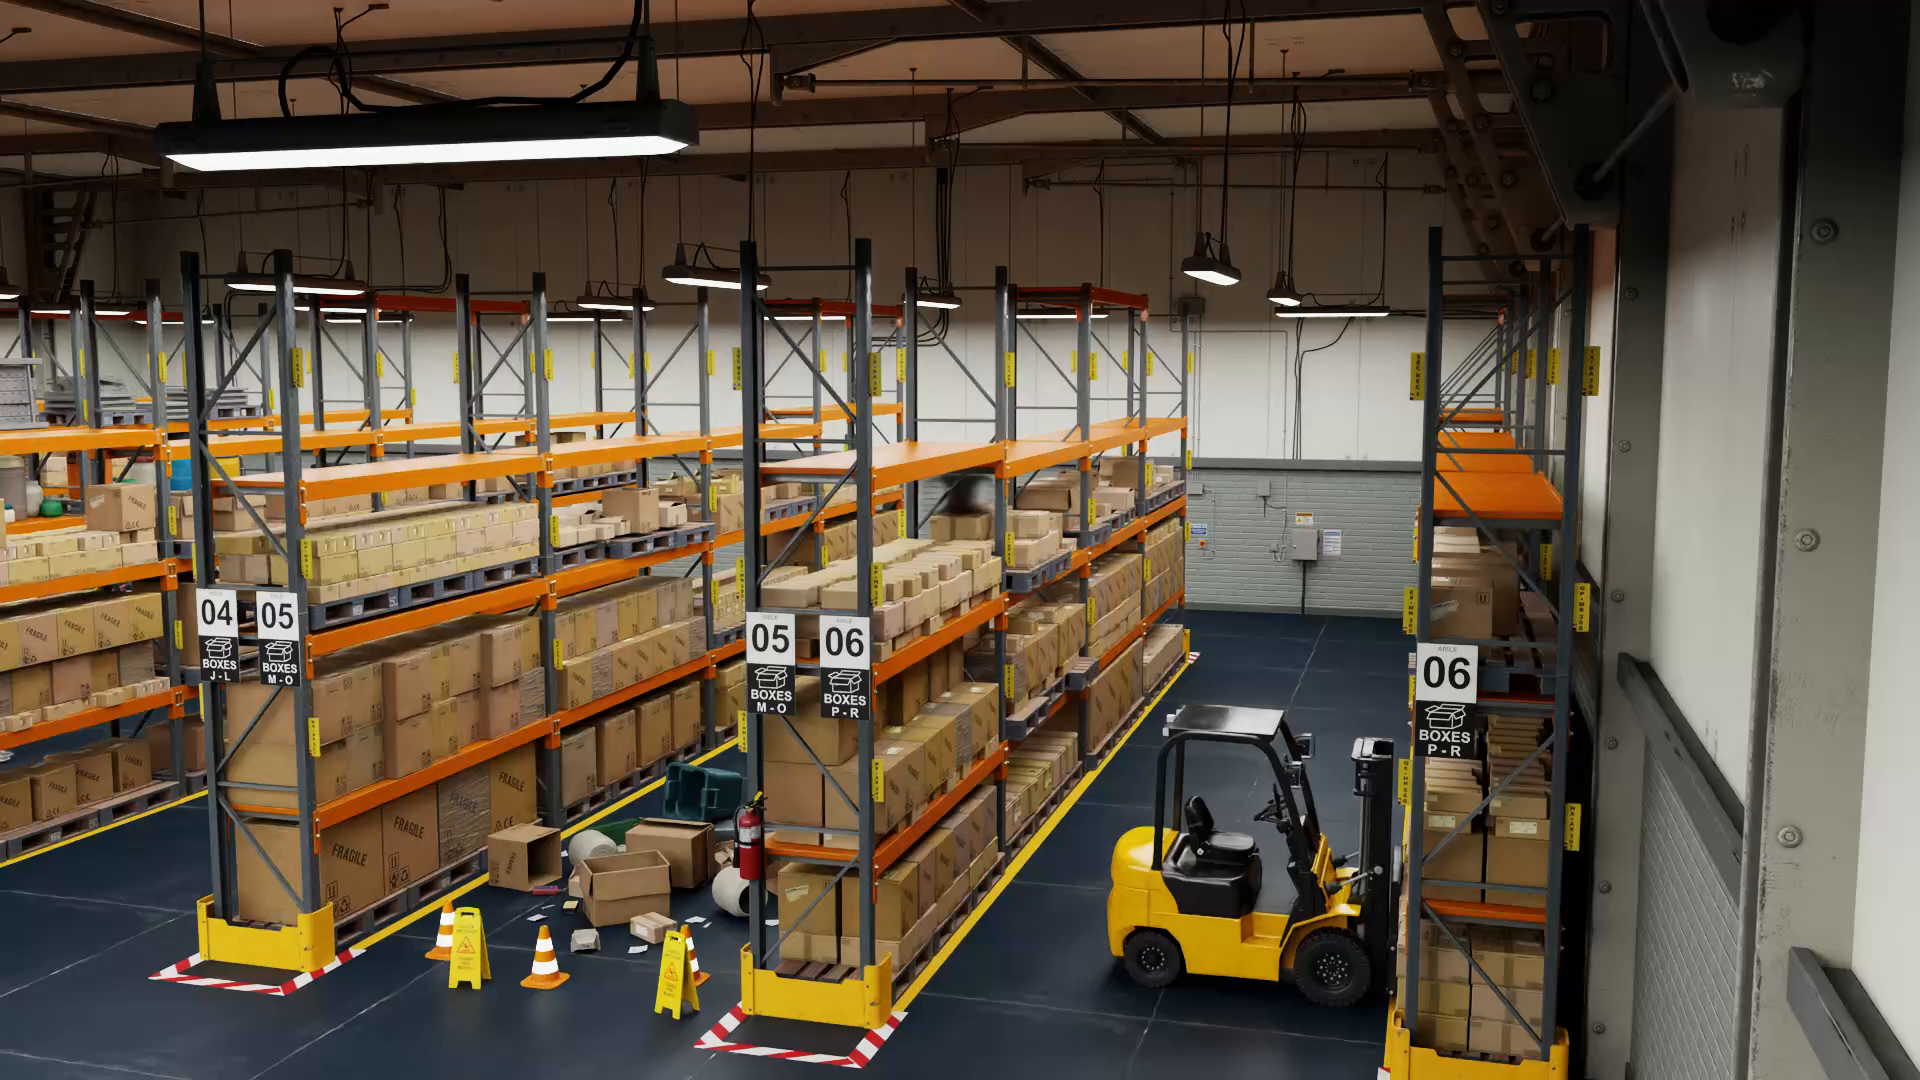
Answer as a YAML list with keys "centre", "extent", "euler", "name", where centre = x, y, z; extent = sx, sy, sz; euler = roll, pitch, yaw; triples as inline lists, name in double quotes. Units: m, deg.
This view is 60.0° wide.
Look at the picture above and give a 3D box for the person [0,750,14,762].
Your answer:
- centre: [-12.265, 2.012, 21.086]
  extent: [0.415, 1.591, 0.481]
  euler: [0, 6, 0]
  name: "person"
